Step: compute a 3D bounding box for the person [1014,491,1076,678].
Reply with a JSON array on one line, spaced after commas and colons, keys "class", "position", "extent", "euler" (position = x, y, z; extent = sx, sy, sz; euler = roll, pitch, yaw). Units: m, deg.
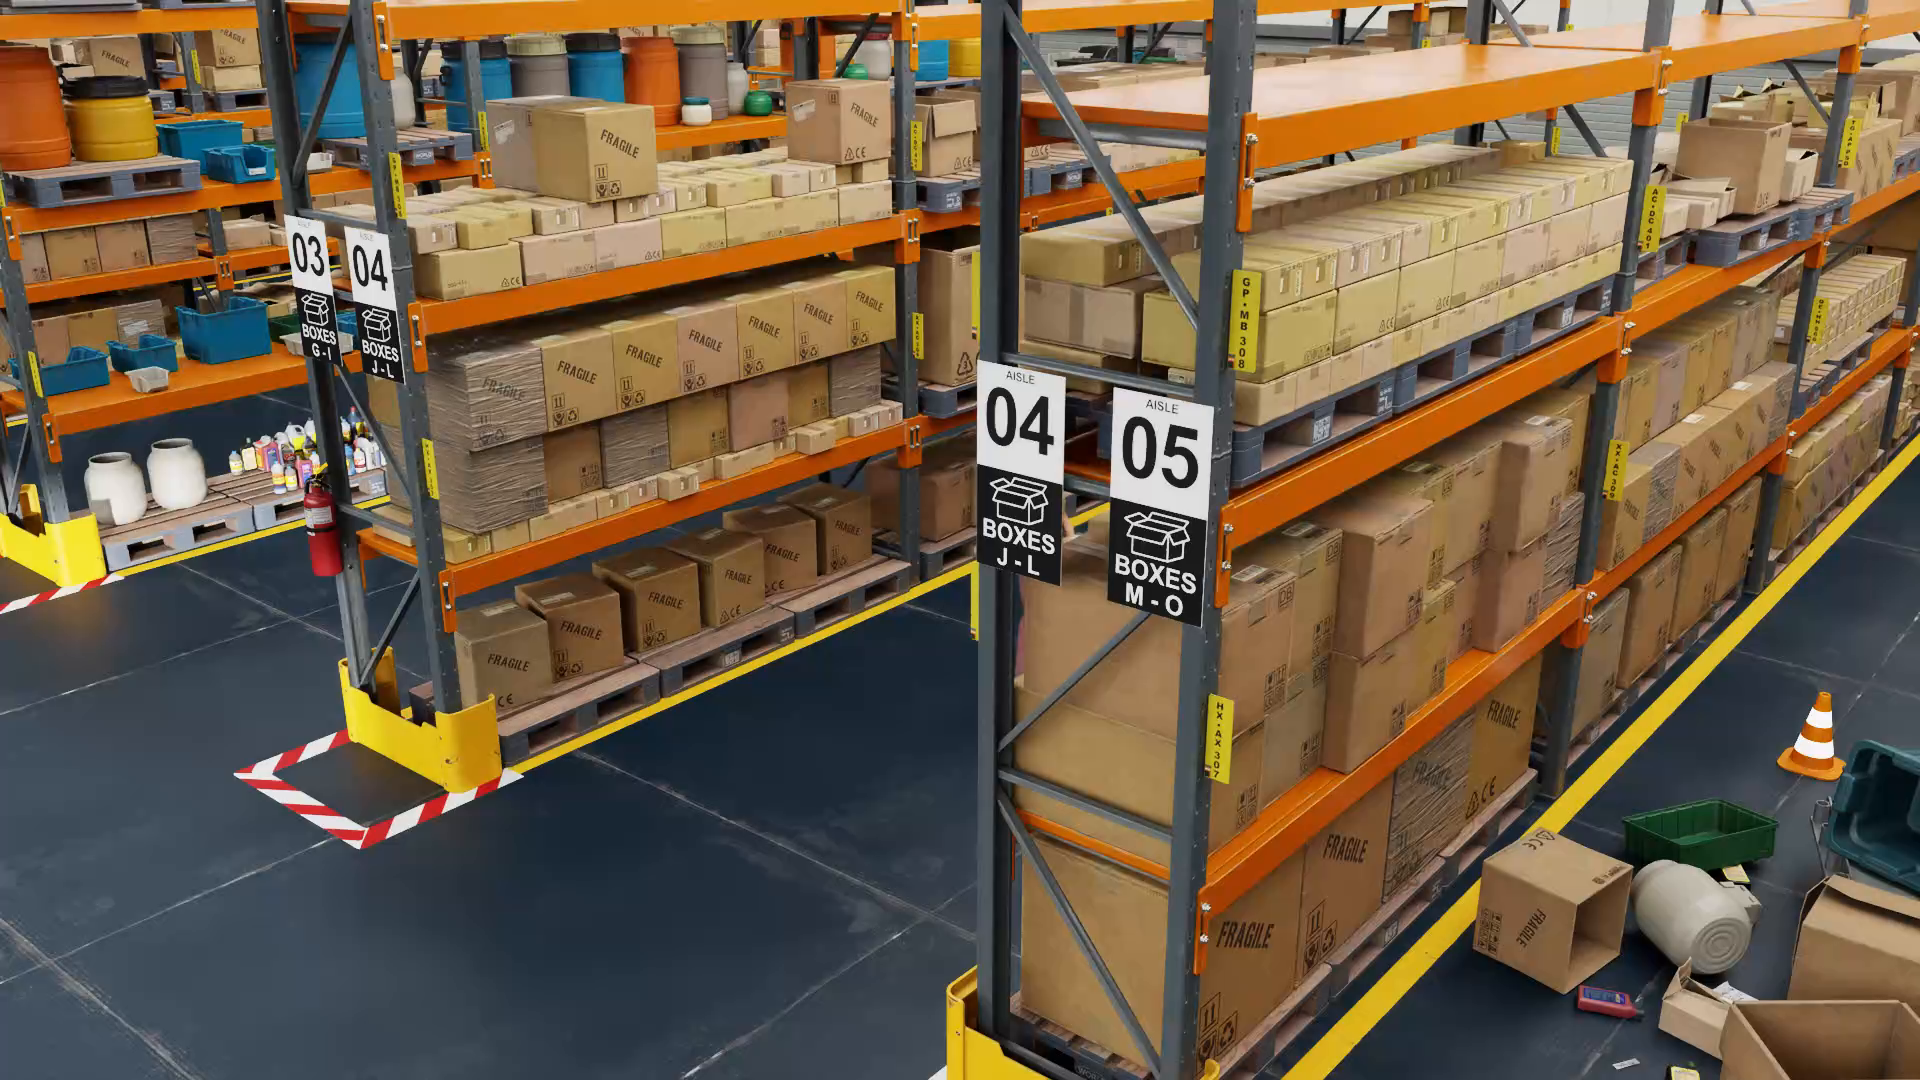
[{"class": "person", "position": [0.573, 0.135, 10.709], "extent": [0.433, 1.675, 0.466], "euler": [15, 25, 36]}]
